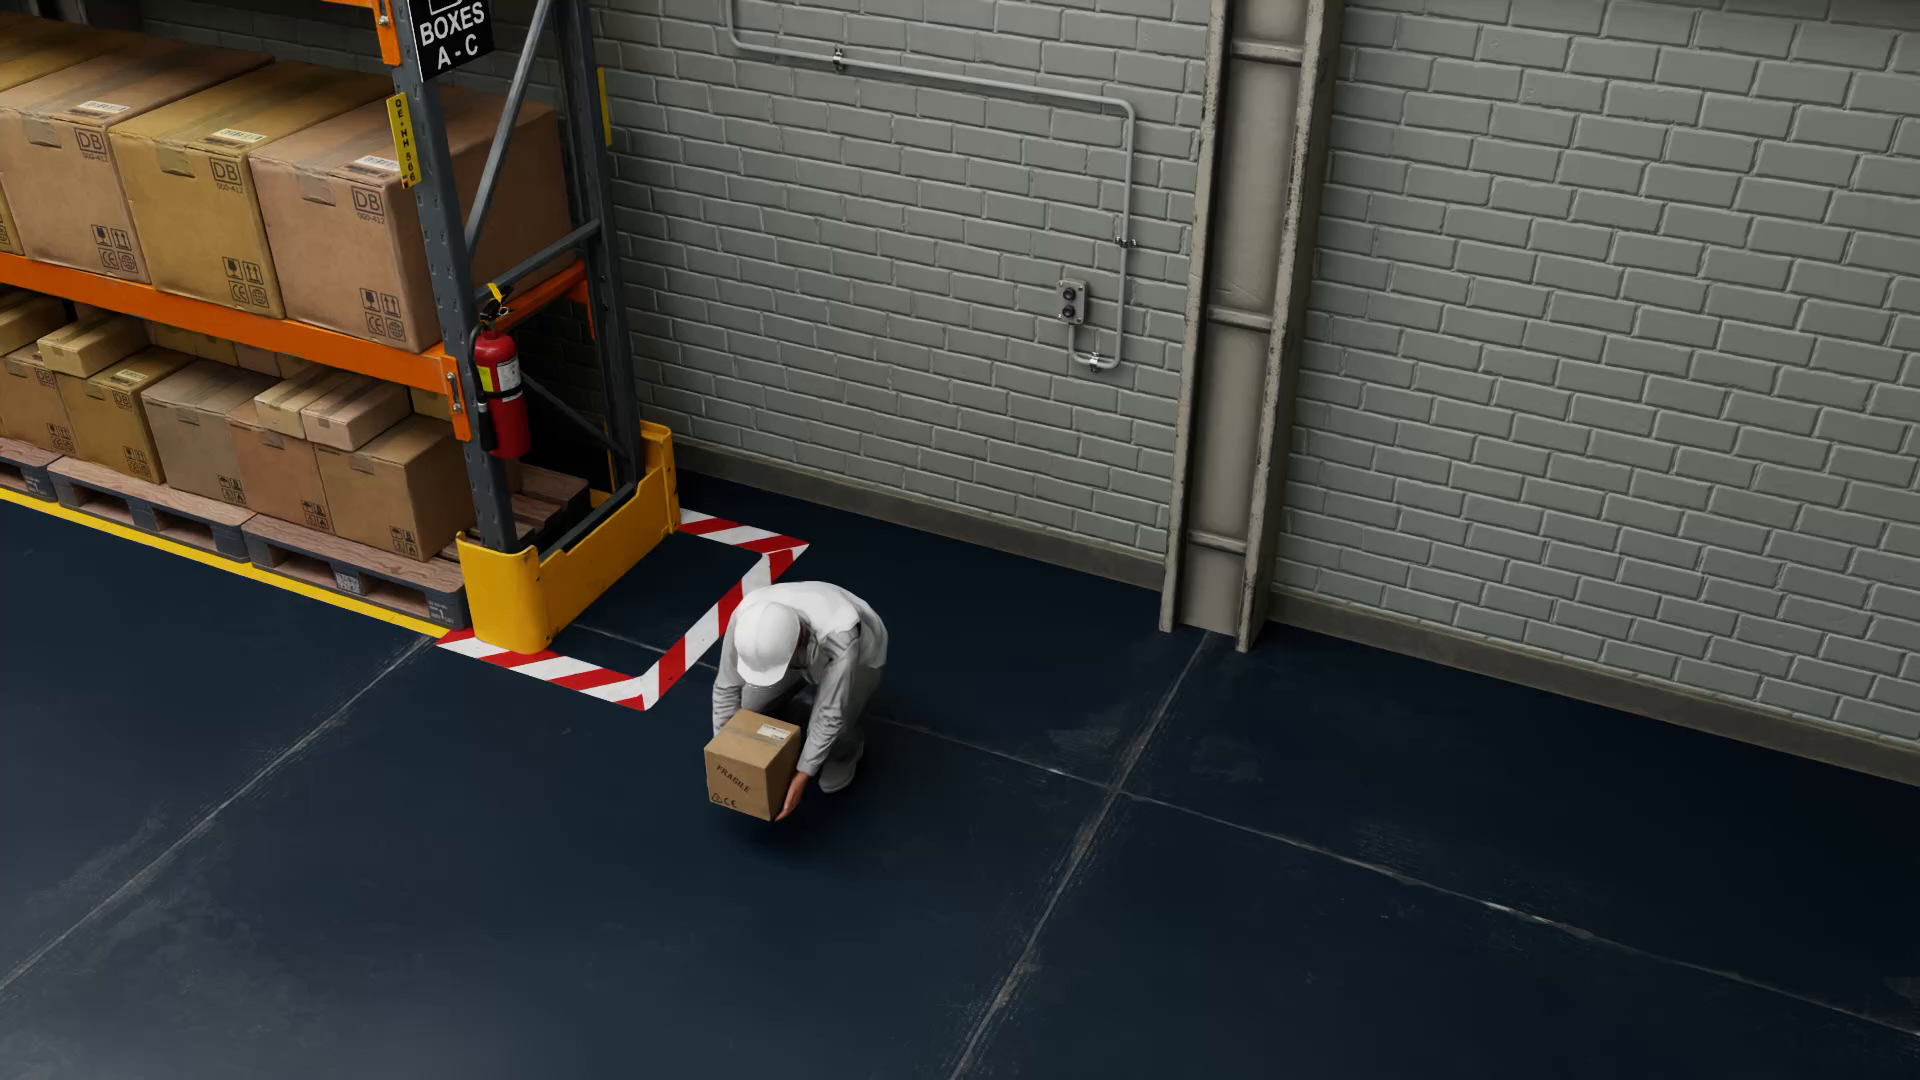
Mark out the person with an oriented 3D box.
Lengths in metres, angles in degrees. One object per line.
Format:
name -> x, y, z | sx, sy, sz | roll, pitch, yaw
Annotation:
person -> -0.580, 0.485, 6.087 | 0.539, 1.006, 0.867 | 14, 36, 21
